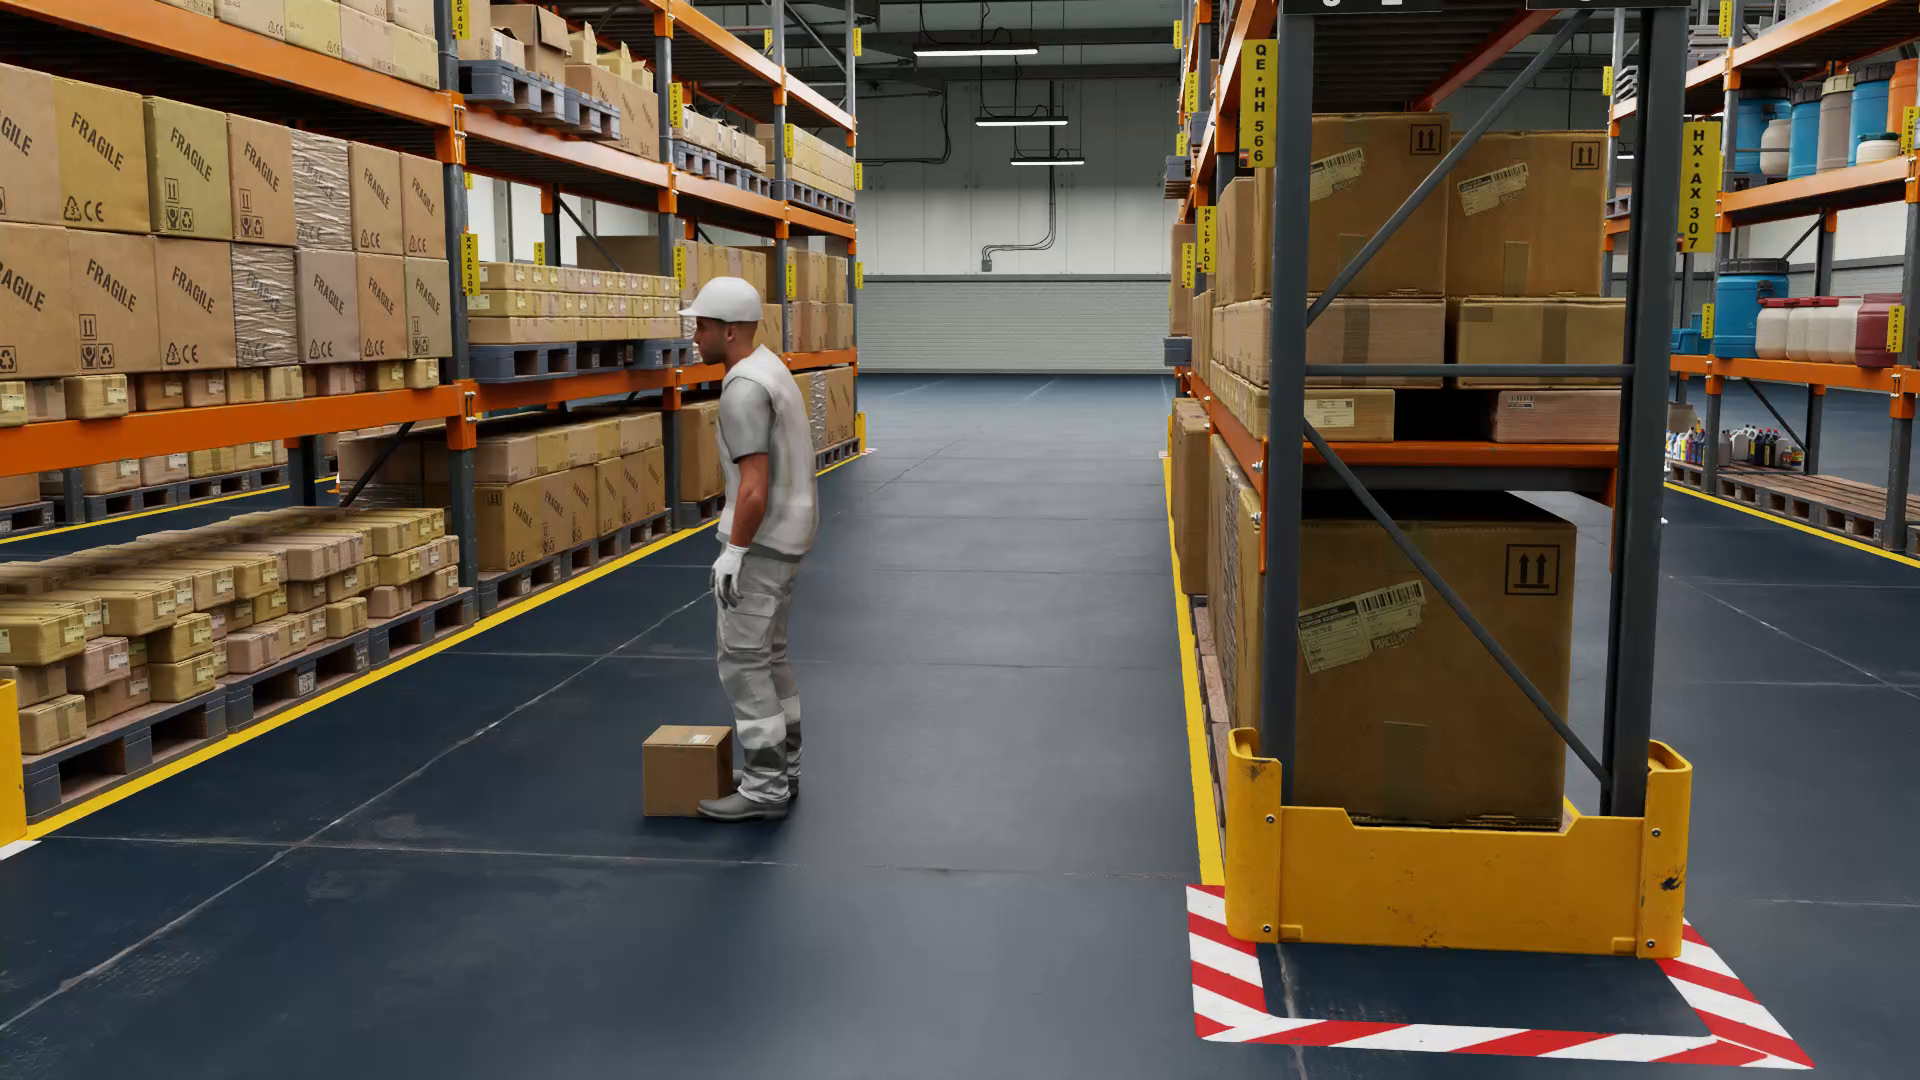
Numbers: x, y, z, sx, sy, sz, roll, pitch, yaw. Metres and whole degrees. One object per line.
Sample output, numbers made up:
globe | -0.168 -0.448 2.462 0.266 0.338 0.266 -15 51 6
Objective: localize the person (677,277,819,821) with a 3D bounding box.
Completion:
person | -0.695 0.029 5.508 0.446 1.780 0.620 0 8 3
